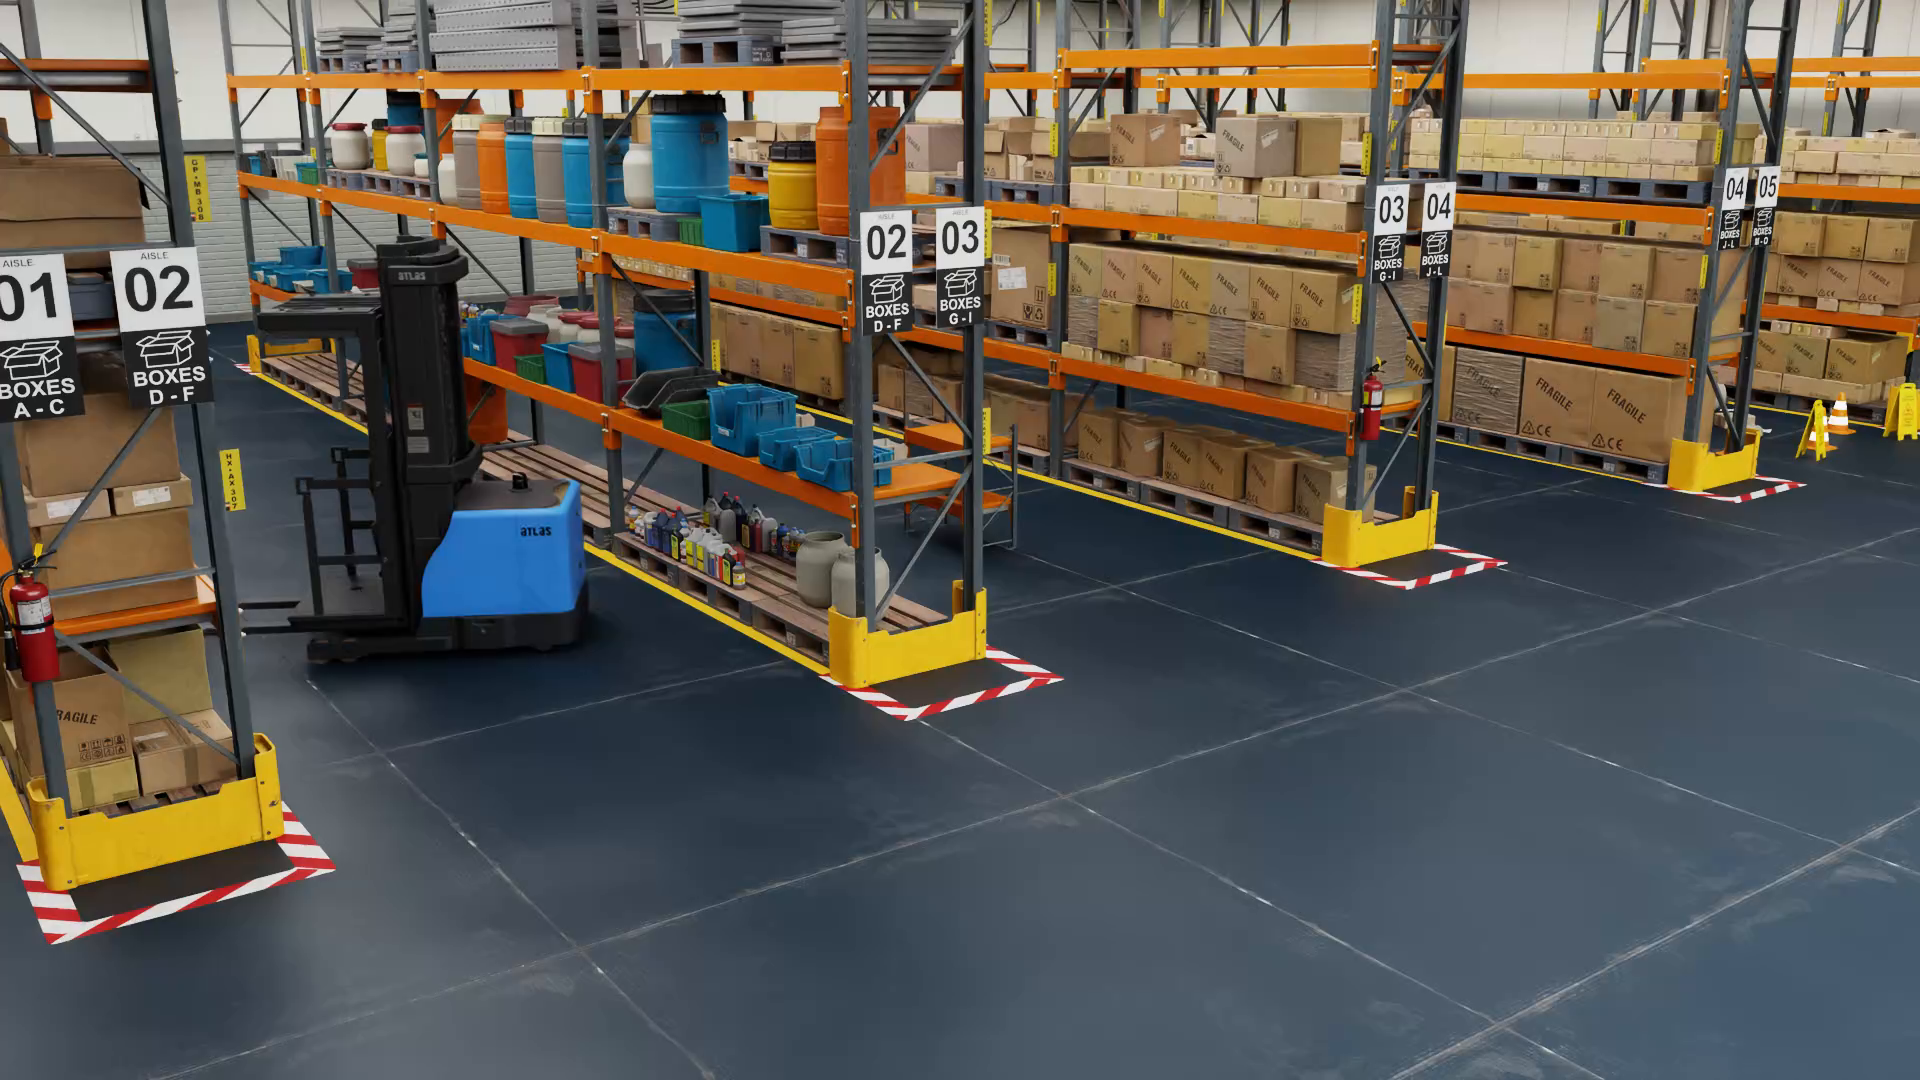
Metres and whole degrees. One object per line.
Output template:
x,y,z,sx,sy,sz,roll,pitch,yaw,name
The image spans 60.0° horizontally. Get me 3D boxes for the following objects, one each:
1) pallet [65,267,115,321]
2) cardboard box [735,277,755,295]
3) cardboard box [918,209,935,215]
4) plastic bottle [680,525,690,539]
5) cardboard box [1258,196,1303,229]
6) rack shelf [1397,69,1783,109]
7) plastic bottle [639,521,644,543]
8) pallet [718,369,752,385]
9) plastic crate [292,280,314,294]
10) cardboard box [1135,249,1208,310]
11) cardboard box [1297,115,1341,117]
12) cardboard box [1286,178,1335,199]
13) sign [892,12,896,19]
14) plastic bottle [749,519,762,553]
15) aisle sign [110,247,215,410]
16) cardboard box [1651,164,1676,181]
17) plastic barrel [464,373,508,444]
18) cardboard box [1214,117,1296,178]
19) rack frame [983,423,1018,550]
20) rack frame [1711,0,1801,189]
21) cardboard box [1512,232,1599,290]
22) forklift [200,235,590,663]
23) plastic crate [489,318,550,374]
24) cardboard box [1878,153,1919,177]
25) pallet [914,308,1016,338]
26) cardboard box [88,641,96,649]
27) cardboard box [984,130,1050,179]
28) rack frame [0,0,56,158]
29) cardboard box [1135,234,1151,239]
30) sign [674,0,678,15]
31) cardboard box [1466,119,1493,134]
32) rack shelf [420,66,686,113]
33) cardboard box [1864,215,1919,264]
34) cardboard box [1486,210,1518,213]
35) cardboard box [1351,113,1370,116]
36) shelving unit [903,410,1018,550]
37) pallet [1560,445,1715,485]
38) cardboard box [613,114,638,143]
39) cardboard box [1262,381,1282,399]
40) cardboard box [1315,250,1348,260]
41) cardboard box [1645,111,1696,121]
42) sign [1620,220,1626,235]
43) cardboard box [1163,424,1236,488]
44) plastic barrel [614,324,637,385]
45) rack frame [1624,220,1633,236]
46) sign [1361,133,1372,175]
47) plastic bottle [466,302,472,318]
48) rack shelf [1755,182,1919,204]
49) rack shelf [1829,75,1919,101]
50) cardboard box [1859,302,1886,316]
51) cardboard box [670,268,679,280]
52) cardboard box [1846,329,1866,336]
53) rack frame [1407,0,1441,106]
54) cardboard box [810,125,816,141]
-4.680,-1.334,8.752,1.003,0.211,1.213,-11,19,-35,pallet
-2.668,-3.571,22.251,0.500,0.500,0.500,-11,19,-36,cardboard box
-0.348,-5.575,27.118,0.500,0.500,0.500,-10,18,-33,cardboard box
-2.262,0.010,13.693,0.097,0.271,0.097,0,15,0,plastic bottle
2.945,-2.855,14.429,0.500,0.250,0.500,-11,19,-34,cardboard box
6.625,-4.840,17.835,1.077,0.370,4.000,-11,19,-35,rack shelf
-2.676,-0.080,14.153,0.097,0.201,0.097,0,15,0,plastic bottle
-2.811,-2.376,23.356,1.003,0.211,1.213,-11,19,-35,pallet
-8.599,-3.332,21.954,0.293,0.136,0.466,-11,19,-35,plastic crate
2.025,-2.491,15.847,0.500,0.500,0.500,-11,19,-35,cardboard box
5.771,-6.587,26.793,0.500,0.500,0.500,-11,19,-34,cardboard box
3.006,-3.004,14.217,0.380,0.149,0.250,-12,19,-37,cardboard box
-1.146,-8.978,28.765,0.100,0.325,0.005,-11,19,-35,sign
-1.708,-0.044,13.867,0.061,0.283,0.133,-11,19,-35,plastic bottle
-3.999,-1.062,8.349,0.394,0.787,0.004,-11,19,-35,aisle sign
7.184,-3.708,16.752,0.380,0.149,0.250,-11,19,-34,cardboard box
-5.282,-1.508,18.221,0.600,0.830,0.708,-11,19,-35,plastic barrel
2.614,-3.483,14.737,0.500,0.500,0.500,-11,19,-35,cardboard box
0.295,-0.435,14.536,0.500,1.125,0.032,-11,19,-35,rack frame
7.801,-4.953,16.127,1.000,3.000,0.127,-11,19,-35,rack frame
6.580,-3.075,18.299,0.875,0.550,0.500,-11,19,-35,cardboard box
-4.342,-0.682,12.015,3.031,2.935,1.130,-2,15,-6,forklift
-4.278,-1.889,16.175,0.402,0.464,0.583,-11,19,-35,plastic crate
11.227,-4.435,19.636,0.500,0.250,0.500,-11,19,-35,cardboard box
0.223,-2.511,18.931,1.003,0.211,1.213,-11,19,-35,pallet
-5.021,0.627,10.095,0.500,0.500,0.500,-11,19,-35,cardboard box
0.627,-4.181,17.998,0.797,0.503,0.637,-10,18,-32,cardboard box
-6.638,-3.522,10.899,1.000,3.000,0.127,-11,19,-35,rack frame
2.438,-4.170,23.182,0.380,0.149,0.250,-12,19,-37,cardboard box
-3.789,-7.213,22.316,0.100,0.325,0.005,-11,19,-35,sign
5.837,-4.582,18.433,0.380,0.149,0.250,-11,19,-35,cardboard box
-3.805,-4.177,15.413,1.077,0.370,4.000,-11,19,-35,rack shelf
11.269,-3.599,19.896,0.700,0.500,0.500,-11,19,-36,cardboard box
8.145,-4.682,24.952,0.500,0.500,0.500,-12,20,-38,cardboard box
7.906,-8.120,32.152,0.500,0.250,0.500,-11,19,-35,cardboard box
-0.004,-0.544,14.933,0.538,1.125,1.048,-11,19,-35,shelving unit
7.268,-0.873,17.867,1.003,0.211,1.213,-11,19,-35,pallet
-4.752,-6.129,24.932,0.700,0.500,0.500,-12,20,-38,cardboard box
2.925,-1.374,14.889,0.380,0.149,0.250,-11,19,-35,cardboard box
4.848,-3.659,20.679,0.700,0.500,0.500,-11,19,-35,cardboard box
11.661,-6.790,27.347,0.700,0.500,0.500,-11,19,-36,cardboard box
8.947,-4.175,22.456,0.100,0.325,0.005,-11,19,-35,sign
2.352,-0.829,16.363,0.500,0.500,0.500,-13,20,-39,cardboard box
-3.014,-1.701,15.350,0.433,0.535,0.433,0,15,0,plastic barrel
9.394,-3.704,22.926,1.000,3.000,0.127,-11,19,-35,rack frame
3.269,-3.103,13.373,0.100,0.325,0.005,-11,19,-35,sign
-5.616,-2.591,19.082,0.061,0.283,0.133,-11,19,-35,plastic bottle
10.570,-4.376,21.065,1.077,0.370,4.000,-11,19,-35,rack shelf
14.583,-6.402,23.539,1.077,0.370,4.000,-11,19,-35,rack shelf
11.114,-2.812,20.144,0.380,0.149,0.250,-11,19,-35,cardboard box
-3.922,-3.822,23.834,0.380,0.149,0.250,-10,18,-33,cardboard box
11.170,-2.419,21.224,0.500,0.500,0.500,-12,19,-37,cardboard box
8.703,-9.077,31.193,1.000,3.000,0.127,-11,19,-35,rack frame
-1.391,-4.838,20.397,0.797,0.503,0.637,-10,18,-31,cardboard box
